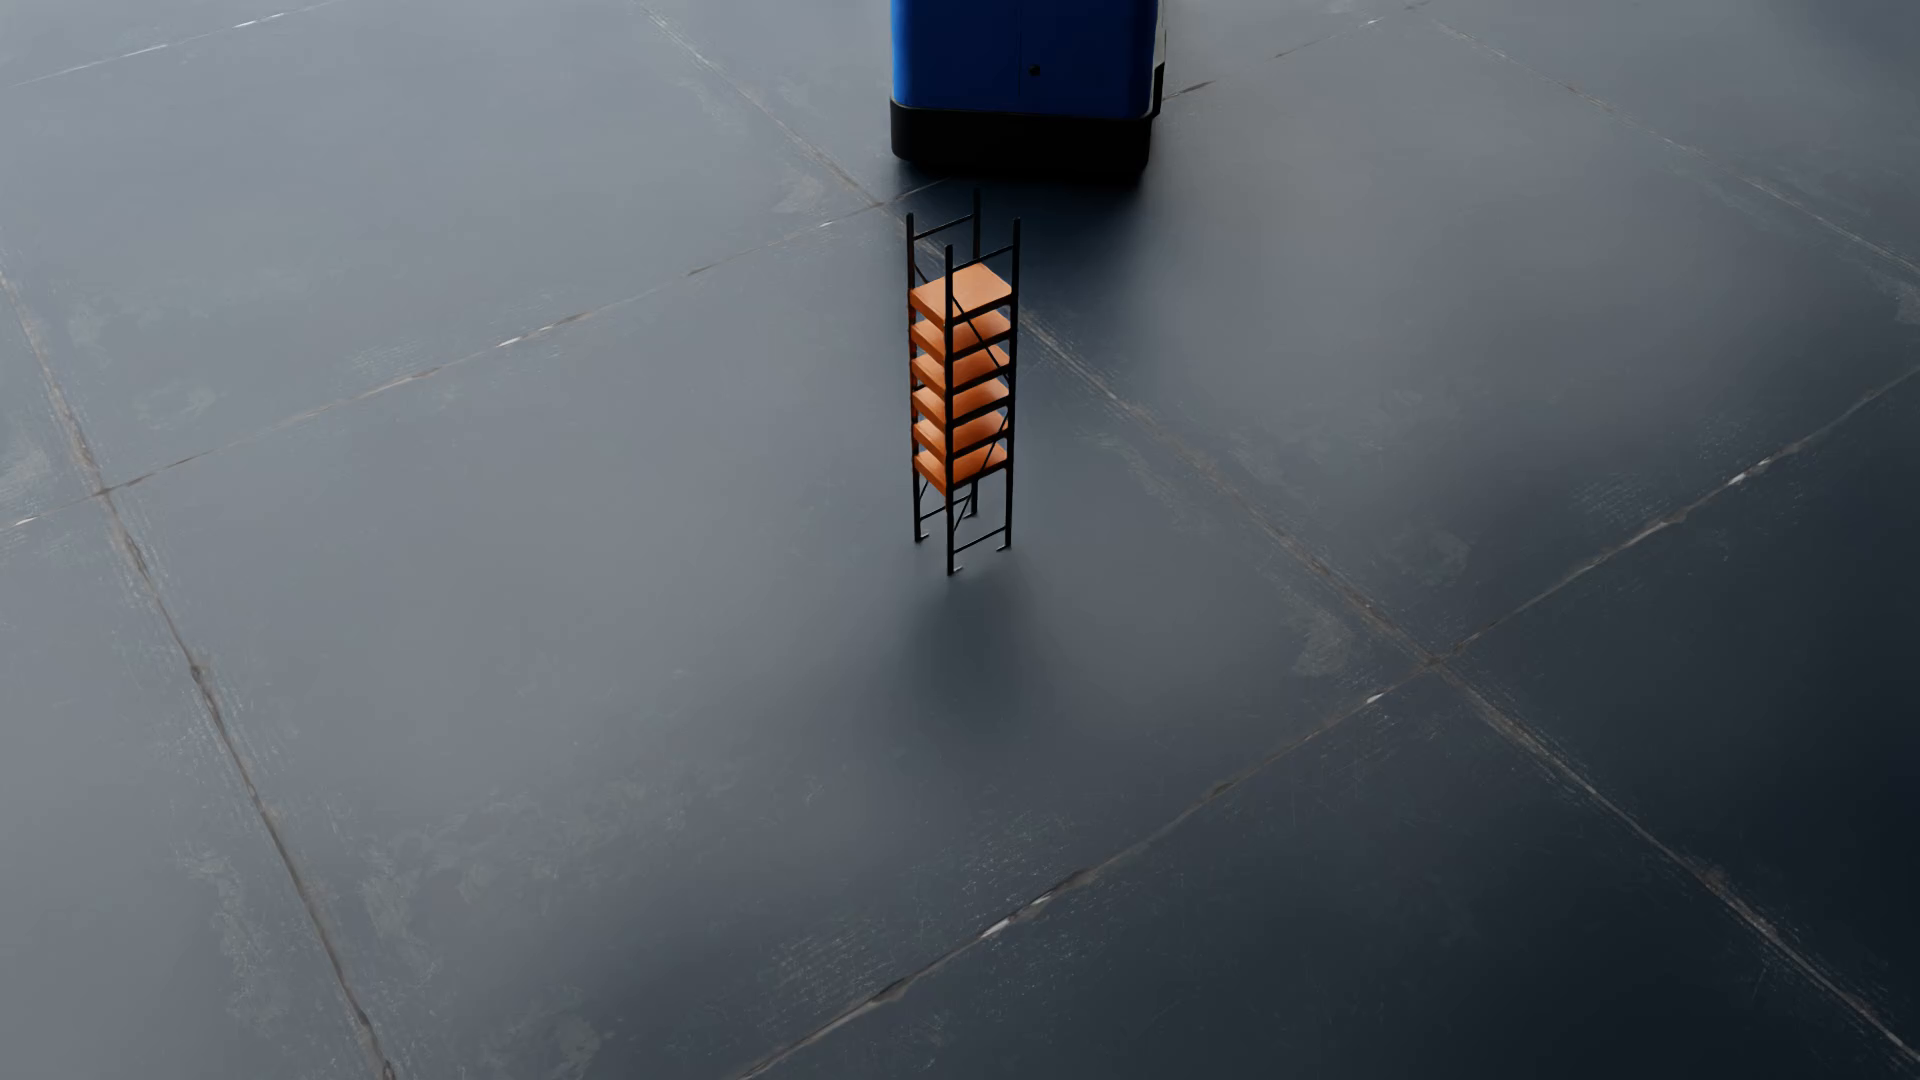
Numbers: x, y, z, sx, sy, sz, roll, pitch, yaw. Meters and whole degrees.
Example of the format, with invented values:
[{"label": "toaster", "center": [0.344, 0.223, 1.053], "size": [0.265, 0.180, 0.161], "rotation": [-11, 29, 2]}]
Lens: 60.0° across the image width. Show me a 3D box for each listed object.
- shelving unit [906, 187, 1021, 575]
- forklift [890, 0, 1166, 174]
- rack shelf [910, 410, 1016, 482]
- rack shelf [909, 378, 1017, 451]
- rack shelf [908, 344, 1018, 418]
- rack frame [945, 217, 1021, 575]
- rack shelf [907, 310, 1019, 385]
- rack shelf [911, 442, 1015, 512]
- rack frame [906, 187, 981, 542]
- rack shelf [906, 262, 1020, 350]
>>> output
[{"label": "shelving unit", "center": [0.008, -0.426, 4.827], "size": [0.258, 1.200, 0.189], "rotation": [-26, 49, -24]}, {"label": "forklift", "center": [0.396, -3.552, 6.848], "size": [1.130, 2.935, 3.031], "rotation": [4, 44, 5]}, {"label": "rack shelf", "center": [0.008, -0.307, 4.941], "size": [0.258, 0.103, 0.180], "rotation": [-26, 49, -24]}, {"label": "rack shelf", "center": [0.008, -0.394, 4.858], "size": [0.258, 0.103, 0.180], "rotation": [-26, 49, -24]}, {"label": "rack shelf", "center": [0.008, -0.480, 4.775], "size": [0.258, 0.103, 0.180], "rotation": [-26, 49, -24]}, {"label": "rack frame", "center": [0.061, -0.374, 4.773], "size": [0.240, 1.200, 0.006], "rotation": [-26, 49, -24]}, {"label": "rack shelf", "center": [0.008, -0.567, 4.692], "size": [0.258, 0.103, 0.180], "rotation": [-26, 49, -24]}, {"label": "rack shelf", "center": [0.008, -0.220, 5.024], "size": [0.258, 0.103, 0.180], "rotation": [-26, 49, -24]}, {"label": "rack frame", "center": [-0.044, -0.478, 4.881], "size": [0.240, 1.200, 0.006], "rotation": [-26, 49, -24]}, {"label": "rack shelf", "center": [0.008, -0.654, 4.609], "size": [0.258, 0.103, 0.180], "rotation": [-26, 49, -24]}]
